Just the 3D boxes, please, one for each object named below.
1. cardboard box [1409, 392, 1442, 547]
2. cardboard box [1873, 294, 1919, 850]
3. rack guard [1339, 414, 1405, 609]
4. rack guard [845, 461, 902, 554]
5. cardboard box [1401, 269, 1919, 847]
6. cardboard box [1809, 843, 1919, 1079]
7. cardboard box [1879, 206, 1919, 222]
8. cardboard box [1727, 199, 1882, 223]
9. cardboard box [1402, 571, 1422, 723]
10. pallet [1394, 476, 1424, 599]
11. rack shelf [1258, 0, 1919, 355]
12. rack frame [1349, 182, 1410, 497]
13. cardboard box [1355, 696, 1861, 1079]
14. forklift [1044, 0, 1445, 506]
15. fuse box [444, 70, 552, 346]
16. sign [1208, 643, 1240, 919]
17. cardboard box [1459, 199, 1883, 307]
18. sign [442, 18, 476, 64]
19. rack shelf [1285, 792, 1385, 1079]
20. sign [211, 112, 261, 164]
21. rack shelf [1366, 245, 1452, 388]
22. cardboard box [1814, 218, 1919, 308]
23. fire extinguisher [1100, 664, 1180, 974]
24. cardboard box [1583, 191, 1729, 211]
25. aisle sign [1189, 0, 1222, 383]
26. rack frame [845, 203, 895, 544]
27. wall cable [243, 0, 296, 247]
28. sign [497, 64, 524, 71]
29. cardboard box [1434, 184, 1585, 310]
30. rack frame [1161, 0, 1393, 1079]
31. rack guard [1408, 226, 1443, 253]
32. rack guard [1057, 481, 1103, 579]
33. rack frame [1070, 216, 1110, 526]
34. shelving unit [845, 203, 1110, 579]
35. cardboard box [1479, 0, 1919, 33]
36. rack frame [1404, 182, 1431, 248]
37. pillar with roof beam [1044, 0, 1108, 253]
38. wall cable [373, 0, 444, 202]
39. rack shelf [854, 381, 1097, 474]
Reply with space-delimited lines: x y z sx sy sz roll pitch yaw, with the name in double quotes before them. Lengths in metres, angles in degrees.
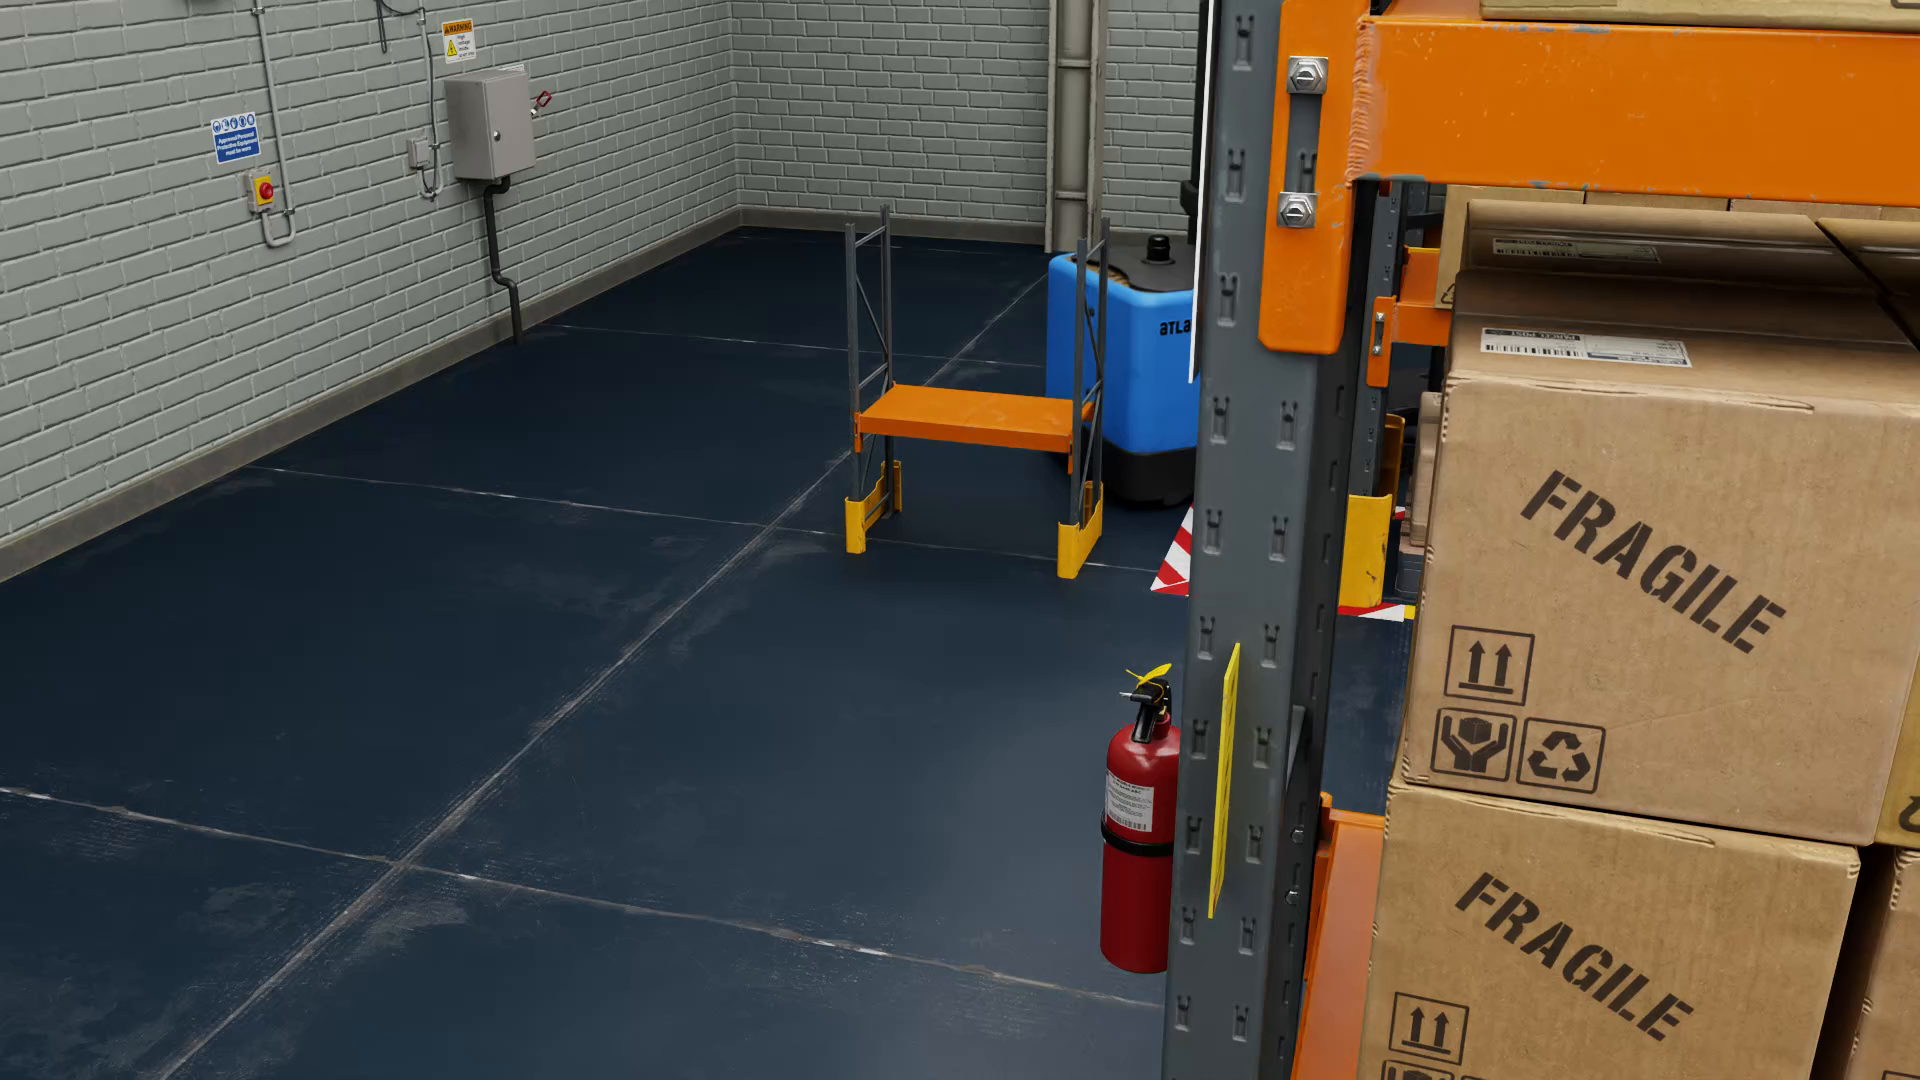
"cardboard box" 2.465 -0.292 7.351 0.875 0.438 0.875 6 23 14
"cardboard box" 1.309 0.043 1.872 0.500 0.500 0.500 7 23 17
"rack guard" 1.781 -0.165 7.514 0.348 0.500 1.175 7 23 16
"rack guard" -0.404 -0.162 7.835 0.087 0.250 0.587 7 23 16
"cardboard box" 0.824 -0.010 2.001 0.500 0.500 0.500 6 23 15
"cardboard box" 1.341 0.506 2.061 0.500 0.500 0.500 7 23 16
"cardboard box" 3.639 -1.052 6.250 0.500 0.500 0.500 7 23 17
"cardboard box" 3.155 -1.101 6.369 0.500 0.500 0.500 6 23 15
"cardboard box" 0.975 0.263 2.654 0.500 0.500 0.500 7 23 17
"pallet" 2.592 0.031 7.418 1.213 0.211 1.003 7 23 16
"rack shelf" 2.386 -0.345 1.654 4.000 0.370 1.077 7 23 16
"rack frame" 1.804 -1.319 7.033 0.127 3.000 1.000 7 23 16
"cardboard box" 0.821 0.456 2.181 0.500 0.500 0.500 8 24 18
"forklift" 1.999 -1.875 8.480 3.031 2.935 1.130 -9 24 -22
"fuse box" -2.855 -2.080 10.585 0.414 1.711 0.539 7 23 16
"sign" 0.314 0.287 1.976 0.005 0.325 0.100 7 23 16
"cardboard box" 0.981 -0.196 2.454 0.500 0.500 0.500 6 23 14
"sign" -3.069 -3.060 10.190 0.001 0.242 0.339 7 23 16
"rack shelf" 2.386 1.043 2.223 4.000 0.370 1.077 7 23 16
"sign" -3.674 -2.043 8.441 0.001 0.218 0.327 7 23 16
"rack shelf" 3.719 -0.767 6.635 4.000 0.370 1.077 7 23 16
"cardboard box" 1.466 -0.140 2.319 0.500 0.500 0.500 6 23 14
"fire extinguisher" 0.363 0.504 3.183 0.183 0.674 0.296 7 23 16
"cardboard box" 2.673 -1.163 6.521 0.500 0.500 0.500 6 23 15
"aisle sign" 0.314 -0.611 1.882 0.004 0.787 0.394 7 23 16
"rack frame" -0.405 -0.740 7.598 0.032 1.500 0.500 7 23 16
"wall cable" -3.601 -2.413 8.320 0.123 1.953 0.585 7 23 16
"sign" -2.910 -2.834 10.851 0.001 0.494 0.329 7 23 16
"cardboard box" 2.181 -1.208 6.631 0.500 0.500 0.500 6 23 15
"rack frame" 0.470 0.492 2.618 0.053 2.616 0.949 7 23 16
"rack guard" 3.307 -1.958 11.884 0.348 0.500 1.175 7 23 16
"rack guard" 0.550 -0.053 7.569 0.087 0.250 0.587 7 23 16
"rack frame" 0.568 -0.629 7.327 0.032 1.500 0.500 7 23 16
"shelving unit" 0.073 -0.686 7.465 1.083 1.500 0.587 7 23 16
"cardboard box" 0.827 -0.686 1.734 0.500 0.250 0.500 7 23 17
"rack frame" 3.234 -3.123 11.430 0.127 3.000 1.000 7 23 16
"pillar with roof beam" -0.330 -4.957 7.998 0.400 9.000 9.100 7 23 16
"wall cable" -3.203 -2.915 9.585 0.122 1.984 0.588 7 23 16
"rack shelf" 0.082 -0.518 7.531 1.000 0.185 0.538 7 23 16
